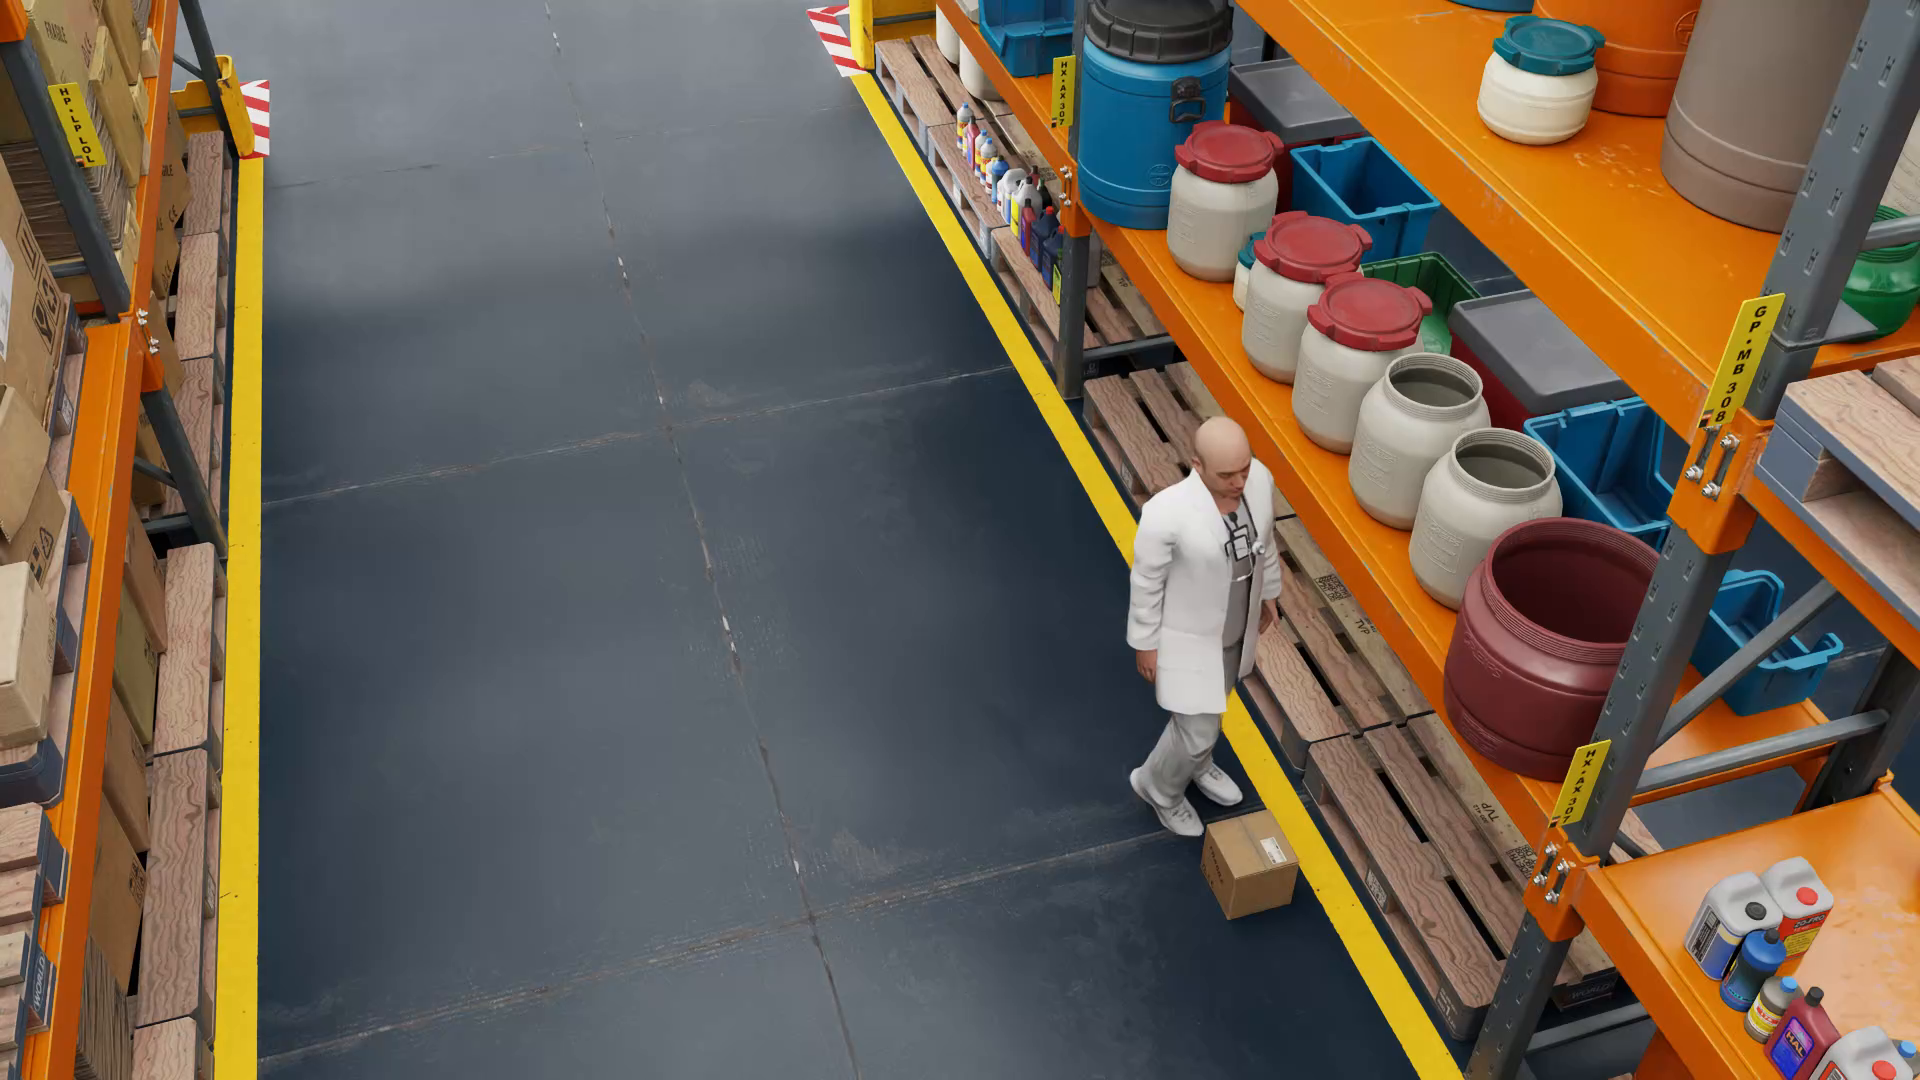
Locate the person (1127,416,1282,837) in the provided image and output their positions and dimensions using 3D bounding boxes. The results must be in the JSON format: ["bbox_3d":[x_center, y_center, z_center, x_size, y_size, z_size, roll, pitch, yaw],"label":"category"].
[{"bbox_3d":[0.904,0.332,5.830,0.626,1.842,0.429,-27,48,-27],"label":"person"}]
